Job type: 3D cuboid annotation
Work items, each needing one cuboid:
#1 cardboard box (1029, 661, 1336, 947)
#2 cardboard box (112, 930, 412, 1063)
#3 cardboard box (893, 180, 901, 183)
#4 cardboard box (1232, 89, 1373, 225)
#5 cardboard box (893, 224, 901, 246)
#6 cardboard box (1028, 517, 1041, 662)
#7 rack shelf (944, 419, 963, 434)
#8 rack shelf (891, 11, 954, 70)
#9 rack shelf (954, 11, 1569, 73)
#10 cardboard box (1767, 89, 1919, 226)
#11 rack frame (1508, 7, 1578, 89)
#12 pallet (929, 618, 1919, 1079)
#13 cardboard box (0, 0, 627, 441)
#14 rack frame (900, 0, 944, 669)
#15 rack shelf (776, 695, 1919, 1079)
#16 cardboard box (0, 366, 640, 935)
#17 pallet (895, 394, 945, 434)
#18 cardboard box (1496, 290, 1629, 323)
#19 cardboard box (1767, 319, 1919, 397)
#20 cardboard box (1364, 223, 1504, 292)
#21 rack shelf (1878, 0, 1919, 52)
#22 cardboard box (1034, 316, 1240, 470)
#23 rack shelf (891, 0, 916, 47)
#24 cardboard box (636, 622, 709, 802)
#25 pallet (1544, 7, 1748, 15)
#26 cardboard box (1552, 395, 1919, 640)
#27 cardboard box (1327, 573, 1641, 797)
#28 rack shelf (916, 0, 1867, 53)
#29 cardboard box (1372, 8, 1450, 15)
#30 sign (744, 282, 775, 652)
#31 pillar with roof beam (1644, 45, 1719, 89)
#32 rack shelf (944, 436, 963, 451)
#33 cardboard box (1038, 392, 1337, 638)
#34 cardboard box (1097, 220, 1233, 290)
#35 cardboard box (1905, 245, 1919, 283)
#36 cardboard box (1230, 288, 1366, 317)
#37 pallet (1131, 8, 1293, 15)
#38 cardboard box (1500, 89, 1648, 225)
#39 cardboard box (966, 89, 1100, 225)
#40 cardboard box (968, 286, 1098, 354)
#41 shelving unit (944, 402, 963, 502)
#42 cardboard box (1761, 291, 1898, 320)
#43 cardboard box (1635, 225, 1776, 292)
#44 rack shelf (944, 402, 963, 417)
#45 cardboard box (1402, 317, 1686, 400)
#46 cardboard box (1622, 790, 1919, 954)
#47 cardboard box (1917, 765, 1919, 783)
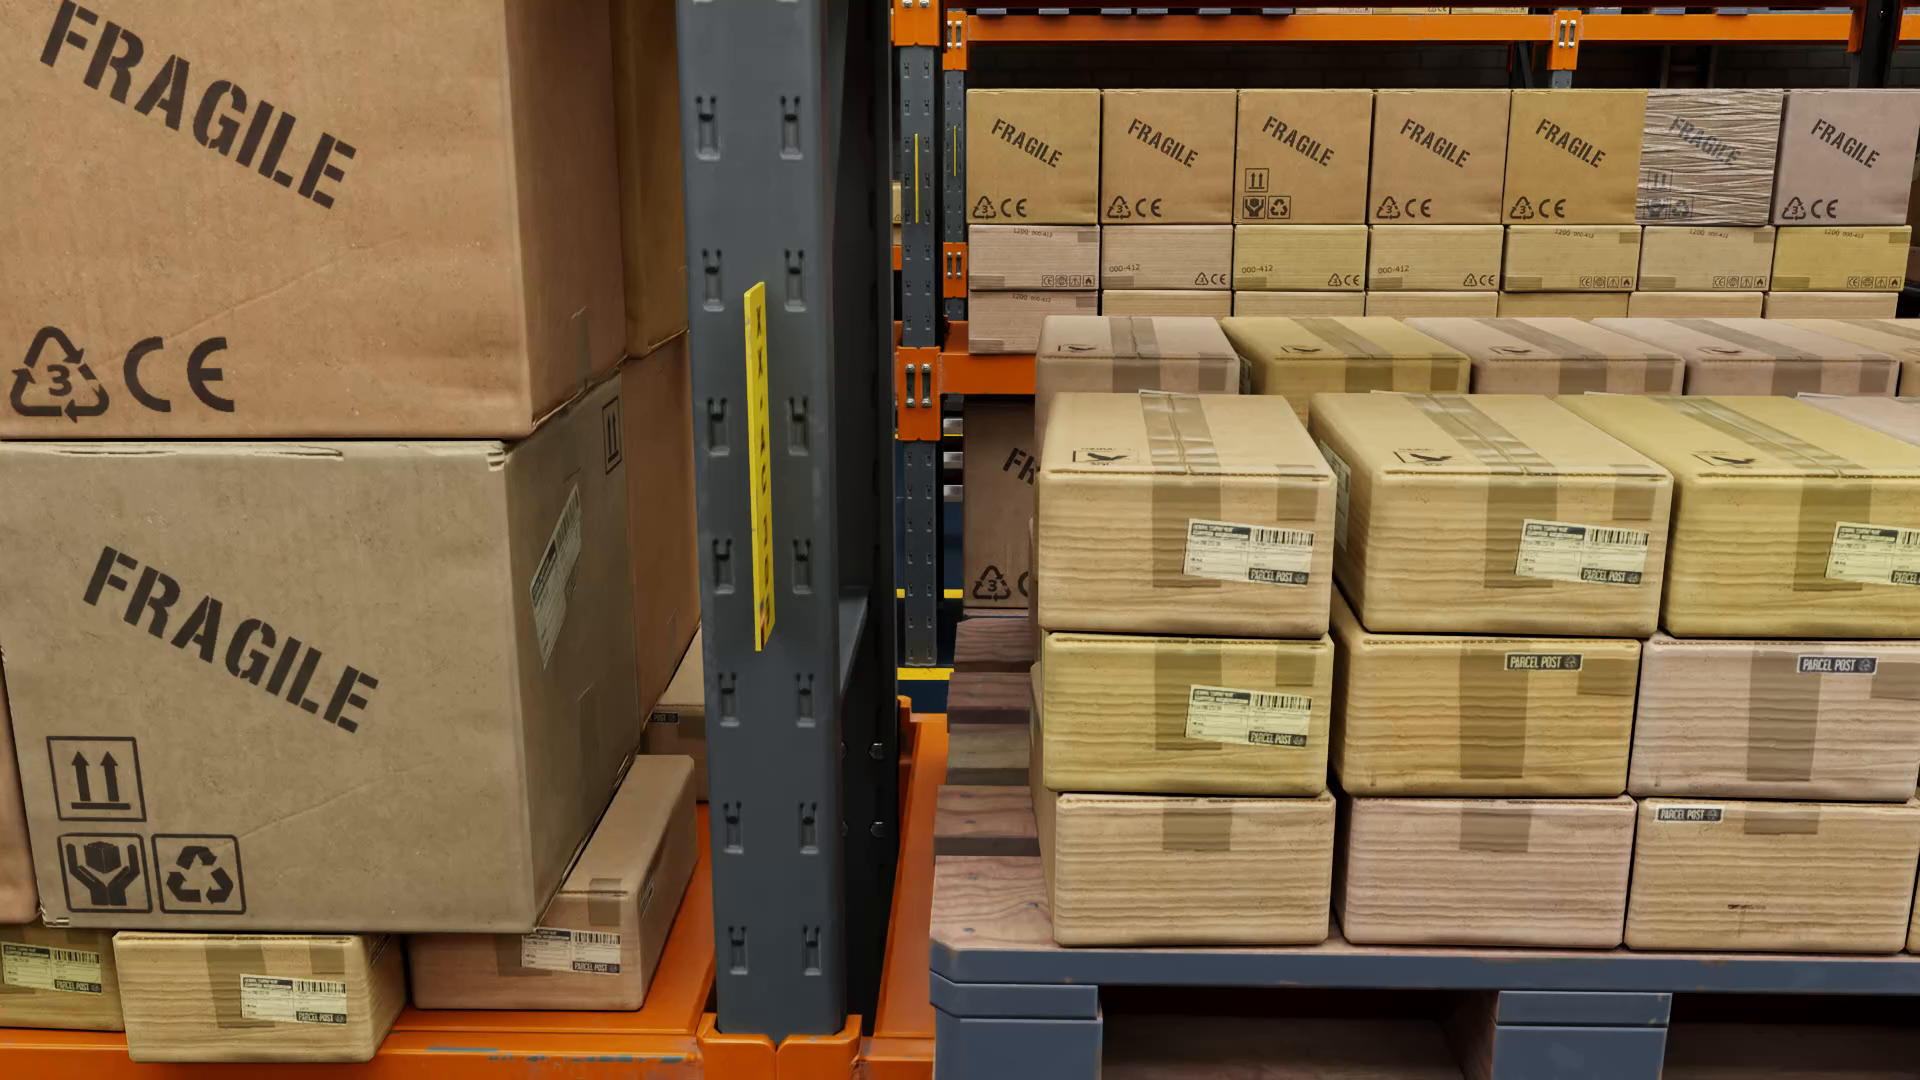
[{"bbox_3d":[0.207,0.252,1.676,0.250,0.149,0.380,0,15,-1],"label":"cardboard box"},{"bbox_3d":[-0.727,0.419,1.866,0.250,0.149,0.380,0,15,0],"label":"cardboard box"},{"bbox_3d":[-0.515,-2.459,11.991,0.500,0.250,0.500,0,15,1],"label":"cardboard box"},{"bbox_3d":[1.293,-1.505,6.509,0.500,0.500,0.500,0,15,0],"label":"cardboard box"},{"bbox_3d":[-0.352,-2.132,11.533,0.250,0.149,0.380,1,15,2],"label":"cardboard box"},{"bbox_3d":[0.227,0.084,2.312,0.250,0.149,0.380,0,15,0],"label":"cardboard box"},{"bbox_3d":[-0.008,-0.577,8.688,0.200,0.077,0.258,0,15,1],"label":"rack shelf"},{"bbox_3d":[-2.026,-3.431,11.495,4.000,0.370,1.077,0,15,1],"label":"rack shelf"},{"bbox_3d":[1.972,-3.405,11.397,4.000,0.370,1.077,0,15,1],"label":"rack shelf"},{"bbox_3d":[3.325,-1.492,6.460,0.500,0.500,0.500,0,15,0],"label":"cardboard box"},{"bbox_3d":[3.972,-2.290,11.638,0.127,3.000,1.000,0,15,1],"label":"rack frame"},{"bbox_3d":[0.585,0.348,2.017,1.213,0.211,1.003,0,15,1],"label":"pallet"},{"bbox_3d":[-0.652,-0.396,1.724,0.500,0.500,0.500,0,15,-1],"label":"cardboard box"},{"bbox_3d":[-0.150,-1.050,6.939,0.127,3.000,1.000,0,15,1],"label":"rack frame"},{"bbox_3d":[1.824,0.574,2.194,4.000,0.370,1.077,0,15,1],"label":"rack shelf"},{"bbox_3d":[-0.666,0.090,1.840,0.500,0.500,0.500,0,15,2],"label":"cardboard box"},{"bbox_3d":[-0.714,-0.972,12.111,1.213,0.211,1.003,0,15,1],"label":"pallet"},{"bbox_3d":[2.322,-0.895,6.646,0.500,0.250,0.500,0,15,1],"label":"cardboard box"},{"bbox_3d":[1.266,-0.195,2.203,0.250,0.149,0.380,0,15,0],"label":"cardboard box"},{"bbox_3d":[1.814,-1.135,6.576,0.500,0.250,0.500,0,15,0],"label":"cardboard box"},{"bbox_3d":[5.848,-2.113,6.500,4.000,0.370,1.077,0,15,1],"label":"rack shelf"},{"bbox_3d":[0.231,-0.203,2.233,0.250,0.149,0.380,1,15,4],"label":"cardboard box"},{"bbox_3d":[-2.149,-2.165,6.697,4.000,0.370,1.077,0,15,1],"label":"rack shelf"},{"bbox_3d":[-0.450,0.249,2.507,0.250,0.149,0.380,1,15,3],"label":"cardboard box"},{"bbox_3d":[4.652,-3.667,11.349,1.003,0.211,1.213,1,15,4],"label":"pallet"},{"bbox_3d":[0.742,-0.034,1.590,0.250,0.149,0.380,1,15,2],"label":"cardboard box"},{"bbox_3d":[0.466,0.109,1.633,0.250,0.149,0.380,0,15,0],"label":"cardboard box"},{"bbox_3d":[1.849,-2.139,6.599,4.000,0.370,1.077,0,15,1],"label":"rack shelf"},{"bbox_3d":[2.950,-3.612,11.064,0.500,0.250,0.500,0,15,2],"label":"cardboard box"},{"bbox_3d":[-0.182,-0.067,1.517,0.005,0.325,0.100,0,15,1],"label":"sign"},{"bbox_3d":[5.188,-4.314,7.551,0.400,9.000,9.100,0,15,1],"label":"pillar with roof beam"},{"bbox_3d":[-0.008,-0.490,8.711,0.200,0.077,0.258,0,15,1],"label":"rack shelf"},{"bbox_3d":[0.207,-0.036,1.600,0.250,0.149,0.380,1,15,4],"label":"cardboard box"},{"bbox_3d":[0.805,-1.148,6.625,0.500,0.250,0.500,1,15,2],"label":"cardboard box"},{"bbox_3d":[4.182,-1.163,7.038,0.250,0.149,0.380,1,15,3],"label":"cardboard box"},{"bbox_3d":[1.312,-0.897,6.653,0.500,0.250,0.500,0,15,1],"label":"cardboard box"},{"bbox_3d":[1.660,-3.647,11.272,1.003,0.211,1.213,0,15,1],"label":"pallet"},{"bbox_3d":[2.316,-1.498,6.483,0.500,0.500,0.500,0,15,1],"label":"cardboard box"},{"bbox_3d":[0.282,-1.505,6.510,0.500,0.500,0.500,1,15,2],"label":"cardboard box"},{"bbox_3d":[0.283,-0.907,6.692,0.500,0.250,0.500,0,15,0],"label":"cardboard box"},{"bbox_3d":[-0.008,-0.435,8.725,0.210,0.900,0.258,0,15,1],"label":"shelving unit"},{"bbox_3d":[3.336,-0.888,6.621,0.500,0.250,0.500,0,15,-1],"label":"cardboard box"},{"bbox_3d":[2.845,-1.134,6.571,0.500,0.250,0.500,0,15,0],"label":"cardboard box"},{"bbox_3d":[-0.008,-0.664,8.665,0.200,0.077,0.258,0,15,1],"label":"rack shelf"},{"bbox_3d":[0.758,-0.199,2.219,0.250,0.149,0.380,0,15,0],"label":"cardboard box"},{"bbox_3d":[0.734,0.254,1.665,0.250,0.149,0.380,0,15,2],"label":"cardboard box"},{"bbox_3d":[0.984,0.112,1.622,0.250,0.149,0.380,0,15,-1],"label":"cardboard box"}]
